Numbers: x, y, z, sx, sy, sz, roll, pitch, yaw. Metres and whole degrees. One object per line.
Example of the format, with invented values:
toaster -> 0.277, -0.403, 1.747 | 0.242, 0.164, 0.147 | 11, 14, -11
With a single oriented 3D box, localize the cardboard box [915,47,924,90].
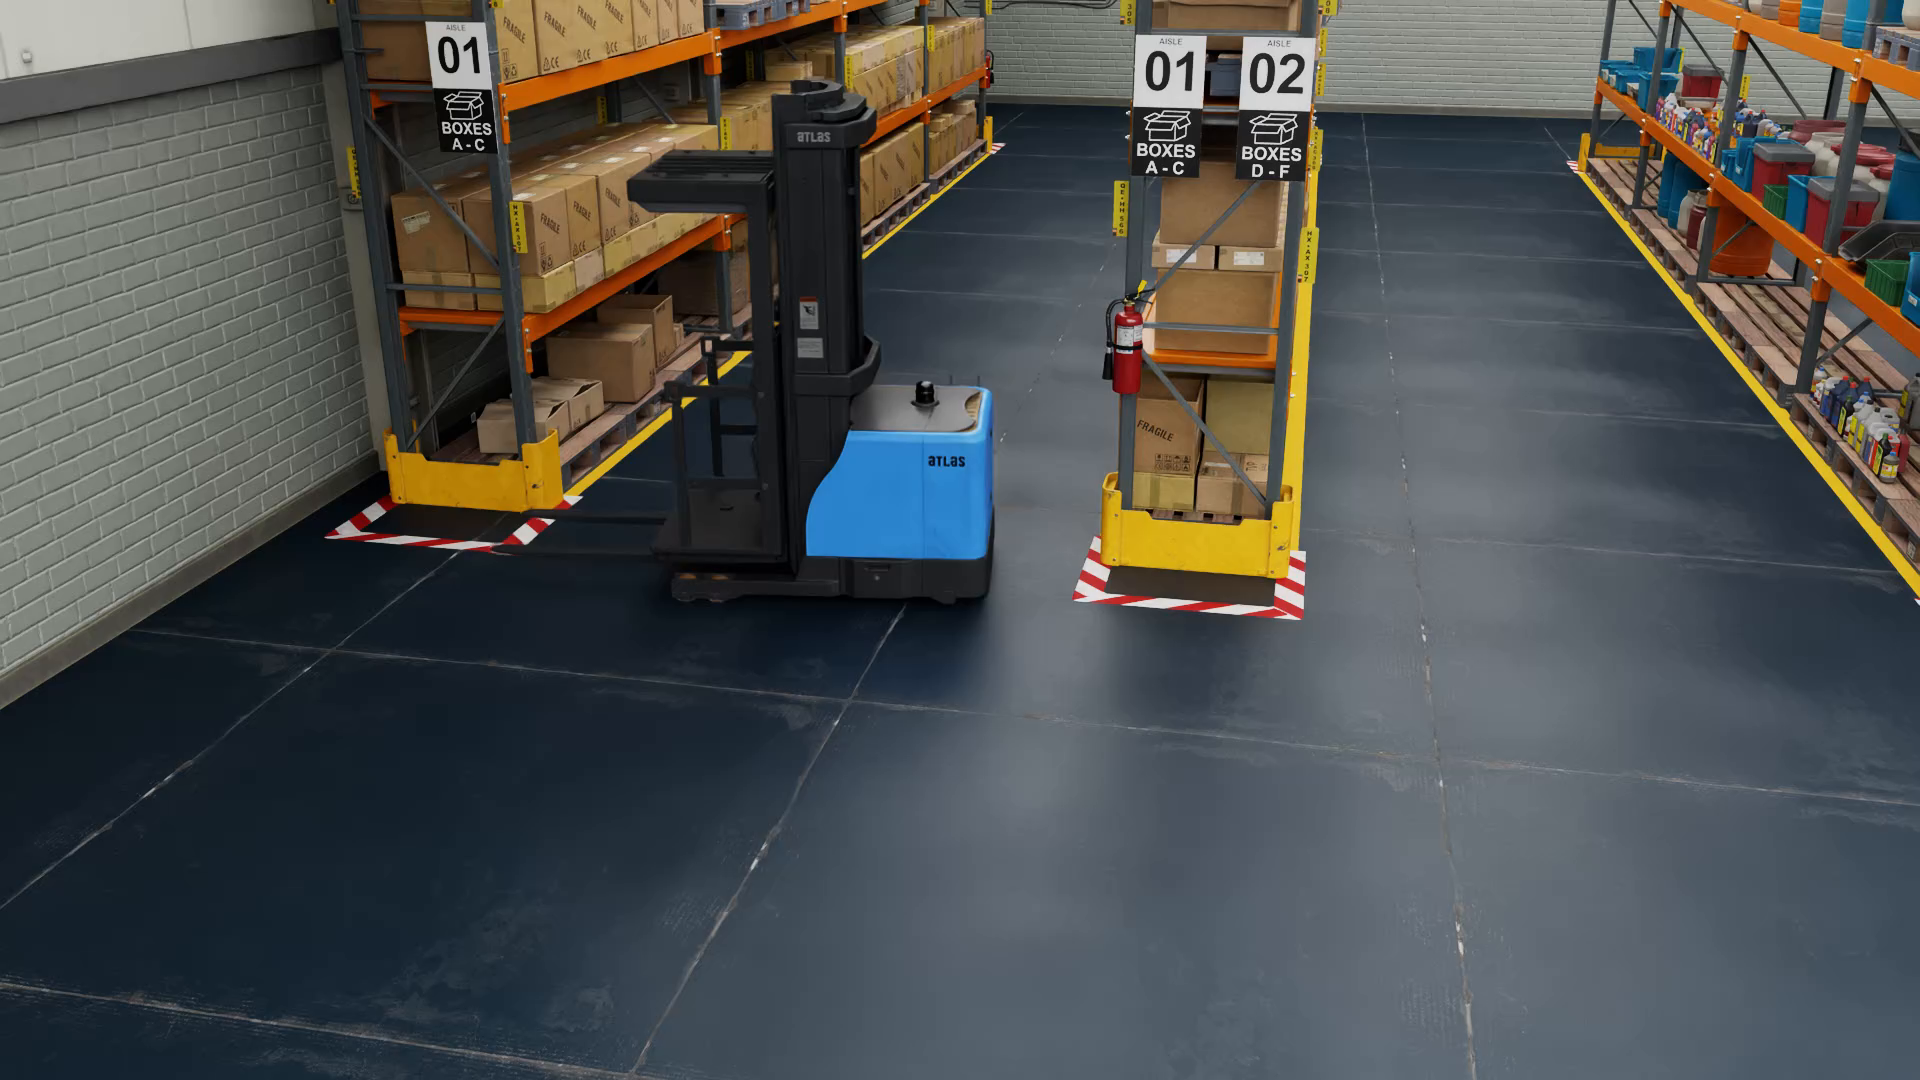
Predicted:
cardboard box -> -0.762, -6.035, 21.265 | 0.500, 0.500, 0.500 | 4, 22, 10

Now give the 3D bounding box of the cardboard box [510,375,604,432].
cardboard box -> -3.017, -1.052, 12.462 | 0.500, 0.311, 0.500 | 6, 23, 15

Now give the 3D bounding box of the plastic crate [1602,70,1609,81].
plastic crate -> 9.081, -6.467, 23.167 | 0.250, 0.136, 0.298 | 4, 22, 11

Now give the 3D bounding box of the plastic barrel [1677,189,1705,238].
plastic barrel -> 8.309, -3.659, 18.691 | 0.421, 0.512, 0.421 | 0, 22, 0

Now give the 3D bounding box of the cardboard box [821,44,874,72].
cardboard box -> -1.277, -5.451, 18.811 | 0.500, 0.250, 0.500 | 4, 22, 10

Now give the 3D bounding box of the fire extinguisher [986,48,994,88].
fire extinguisher -> 0.384, -7.304, 25.576 | 0.296, 0.674, 0.183 | 4, 22, 11

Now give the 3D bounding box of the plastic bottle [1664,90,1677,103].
plastic bottle -> 8.387, -5.133, 19.649 | 0.144, 0.351, 0.185 | 4, 22, 11

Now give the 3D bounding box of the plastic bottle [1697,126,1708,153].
plastic bottle -> 7.801, -4.200, 17.439 | 0.097, 0.271, 0.097 | 0, 22, 0

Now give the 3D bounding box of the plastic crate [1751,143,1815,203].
plastic crate -> 7.339, -3.274, 14.881 | 0.402, 0.464, 0.583 | 4, 22, 11

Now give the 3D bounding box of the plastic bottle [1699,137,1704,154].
plastic bottle -> 7.781, -4.132, 17.364 | 0.097, 0.201, 0.097 | 0, 22, 0

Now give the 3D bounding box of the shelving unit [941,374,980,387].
shelving unit -> 0.006, -0.527, 10.756 | 0.215, 1.050, 0.252 | 5, 22, 11

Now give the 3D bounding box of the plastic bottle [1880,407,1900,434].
plastic bottle -> 6.606, -0.799, 11.879 | 0.152, 0.276, 0.135 | 4, 22, 11

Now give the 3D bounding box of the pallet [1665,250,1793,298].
pallet -> 8.088, -2.810, 17.547 | 1.003, 0.211, 1.213 | 4, 22, 11

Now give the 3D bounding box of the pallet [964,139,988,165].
pallet -> -0.185, -5.901, 25.222 | 1.003, 0.211, 1.213 | 4, 22, 11

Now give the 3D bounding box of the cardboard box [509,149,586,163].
cardboard box -> -3.158, -2.674, 12.648 | 0.500, 0.500, 0.500 | 5, 22, 12

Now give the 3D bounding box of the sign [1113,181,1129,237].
sign -> 0.959, -1.958, 9.833 | 0.100, 0.325, 0.005 | 4, 22, 11

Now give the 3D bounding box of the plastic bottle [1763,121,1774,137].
plastic bottle -> 8.659, -4.348, 17.807 | 0.097, 0.271, 0.097 | 0, 22, 0

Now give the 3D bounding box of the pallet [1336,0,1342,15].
pallet -> 3.069, -5.239, 16.085 | 1.213, 0.211, 1.003 | 6, 23, 13

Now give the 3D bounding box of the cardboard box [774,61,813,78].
cardboard box -> -1.772, -4.990, 17.636 | 0.380, 0.149, 0.250 | 2, 22, 4

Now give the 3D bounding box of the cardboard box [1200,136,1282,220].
cardboard box -> 1.708, -2.295, 10.666 | 0.700, 0.500, 0.500 | 4, 22, 10

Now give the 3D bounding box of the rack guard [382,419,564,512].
rack guard -> -3.347, -0.509, 11.449 | 1.175, 0.500, 0.348 | 4, 22, 11

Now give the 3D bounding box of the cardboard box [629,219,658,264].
cardboard box -> -2.645, -2.296, 12.714 | 0.500, 0.250, 0.500 | 5, 22, 11

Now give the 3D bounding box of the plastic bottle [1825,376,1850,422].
plastic bottle -> 6.581, -1.060, 12.428 | 0.144, 0.351, 0.185 | 5, 22, 12

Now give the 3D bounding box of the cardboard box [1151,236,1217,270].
cardboard box -> 1.379, -1.766, 10.222 | 0.380, 0.149, 0.250 | 4, 22, 10

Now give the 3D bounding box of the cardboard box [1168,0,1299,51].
cardboard box -> 1.609, -3.174, 9.815 | 0.797, 0.503, 0.637 | 6, 23, 15

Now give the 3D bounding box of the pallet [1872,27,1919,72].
pallet -> 7.100, -3.381, 11.471 | 1.213, 0.211, 1.003 | 4, 22, 11

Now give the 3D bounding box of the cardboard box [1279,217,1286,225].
cardboard box -> 1.935, -2.019, 10.850 | 0.380, 0.149, 0.250 | 4, 22, 10

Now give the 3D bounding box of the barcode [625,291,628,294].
barcode -> -2.892, -2.118, 14.425 | 0.001, 0.075, 0.075 | 4, 22, 11

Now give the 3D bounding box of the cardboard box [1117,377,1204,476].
cardboard box -> 1.305, -0.751, 10.817 | 0.500, 0.500, 0.500 | 4, 22, 11

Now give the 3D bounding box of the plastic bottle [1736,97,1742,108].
plastic bottle -> 8.917, -4.890, 19.047 | 0.144, 0.351, 0.185 | 4, 22, 11

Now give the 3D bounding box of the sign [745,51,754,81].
sign -> -2.275, -5.145, 18.063 | 0.100, 0.325, 0.005 | 4, 22, 11

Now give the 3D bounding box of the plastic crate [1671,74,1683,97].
plastic crate -> 9.276, -5.792, 21.297 | 0.437, 0.282, 0.530 | 4, 22, 11

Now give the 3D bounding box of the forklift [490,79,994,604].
forklift -> -1.324, -1.179, 9.858 | 3.031, 2.935, 1.130 | 1, 22, 3

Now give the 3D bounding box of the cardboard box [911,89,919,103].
cardboard box -> -0.734, -5.683, 21.259 | 0.380, 0.149, 0.250 | 5, 22, 12

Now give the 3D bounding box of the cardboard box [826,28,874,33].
cardboard box -> -1.363, -6.231, 20.747 | 0.500, 0.250, 0.500 | 5, 22, 12

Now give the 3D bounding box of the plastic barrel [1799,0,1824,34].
plastic barrel -> 7.310, -4.653, 13.707 | 0.600, 0.901, 0.708 | 4, 22, 11

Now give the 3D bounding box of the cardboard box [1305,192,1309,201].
cardboard box -> 3.594, -3.572, 18.464 | 0.500, 0.500, 0.500 | 4, 22, 9

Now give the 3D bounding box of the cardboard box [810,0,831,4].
cardboard box -> -1.613, -5.642, 16.925 | 0.500, 0.311, 0.500 | 4, 22, 11

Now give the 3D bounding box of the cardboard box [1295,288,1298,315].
cardboard box -> 2.632, -2.039, 14.269 | 0.500, 0.311, 0.500 | 5, 22, 11

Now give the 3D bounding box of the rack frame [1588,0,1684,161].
rack frame -> 9.601, -6.737, 23.567 | 1.000, 3.000, 0.127 | 4, 22, 11

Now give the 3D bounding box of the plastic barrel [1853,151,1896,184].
plastic barrel -> 7.711, -3.013, 14.138 | 0.433, 0.535, 0.433 | 0, 22, 0

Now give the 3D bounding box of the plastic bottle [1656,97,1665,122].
plastic bottle -> 8.265, -5.070, 19.583 | 0.061, 0.283, 0.133 | 4, 22, 11

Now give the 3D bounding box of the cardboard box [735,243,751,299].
cardboard box -> -2.357, -2.612, 16.080 | 0.700, 0.500, 0.500 | 4, 22, 10

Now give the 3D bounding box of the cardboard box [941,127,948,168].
cardboard box -> -0.556, -5.514, 23.314 | 0.700, 0.500, 0.500 | 4, 22, 10

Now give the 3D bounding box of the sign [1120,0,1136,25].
sign -> 0.959, -3.077, 9.383 | 0.100, 0.325, 0.005 | 4, 22, 11

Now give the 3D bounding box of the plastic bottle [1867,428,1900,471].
plastic bottle -> 6.359, -0.622, 11.439 | 0.152, 0.276, 0.135 | 5, 22, 11

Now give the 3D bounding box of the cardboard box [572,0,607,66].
cardboard box -> -2.803, -3.575, 11.540 | 0.500, 0.500, 0.500 | 6, 23, 13

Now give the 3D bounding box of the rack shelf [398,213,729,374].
rack shelf -> -2.955, -2.039, 12.863 | 1.077, 0.370, 4.000 | 4, 22, 11

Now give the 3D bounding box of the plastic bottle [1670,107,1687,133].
plastic bottle -> 8.128, -4.738, 18.769 | 0.152, 0.276, 0.135 | 4, 22, 11

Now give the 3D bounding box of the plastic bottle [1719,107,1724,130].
plastic bottle -> 8.738, -4.834, 18.907 | 0.144, 0.351, 0.185 | 4, 22, 11

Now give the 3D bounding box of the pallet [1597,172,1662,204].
pallet -> 9.143, -4.700, 22.242 | 1.003, 0.211, 1.213 | 4, 22, 11

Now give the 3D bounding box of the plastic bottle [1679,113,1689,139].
plastic bottle -> 8.010, -4.575, 18.370 | 0.097, 0.271, 0.097 | 0, 22, 0

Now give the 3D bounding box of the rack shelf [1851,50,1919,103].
rack shelf -> 6.744, -2.675, 10.428 | 1.077, 0.370, 4.000 | 4, 22, 11

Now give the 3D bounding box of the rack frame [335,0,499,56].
rack frame -> -3.363, -4.424, 9.792 | 1.000, 3.000, 0.127 | 4, 22, 11

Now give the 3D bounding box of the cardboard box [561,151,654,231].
cardboard box -> -2.655, -2.638, 12.560 | 0.500, 0.500, 0.500 | 5, 23, 13
